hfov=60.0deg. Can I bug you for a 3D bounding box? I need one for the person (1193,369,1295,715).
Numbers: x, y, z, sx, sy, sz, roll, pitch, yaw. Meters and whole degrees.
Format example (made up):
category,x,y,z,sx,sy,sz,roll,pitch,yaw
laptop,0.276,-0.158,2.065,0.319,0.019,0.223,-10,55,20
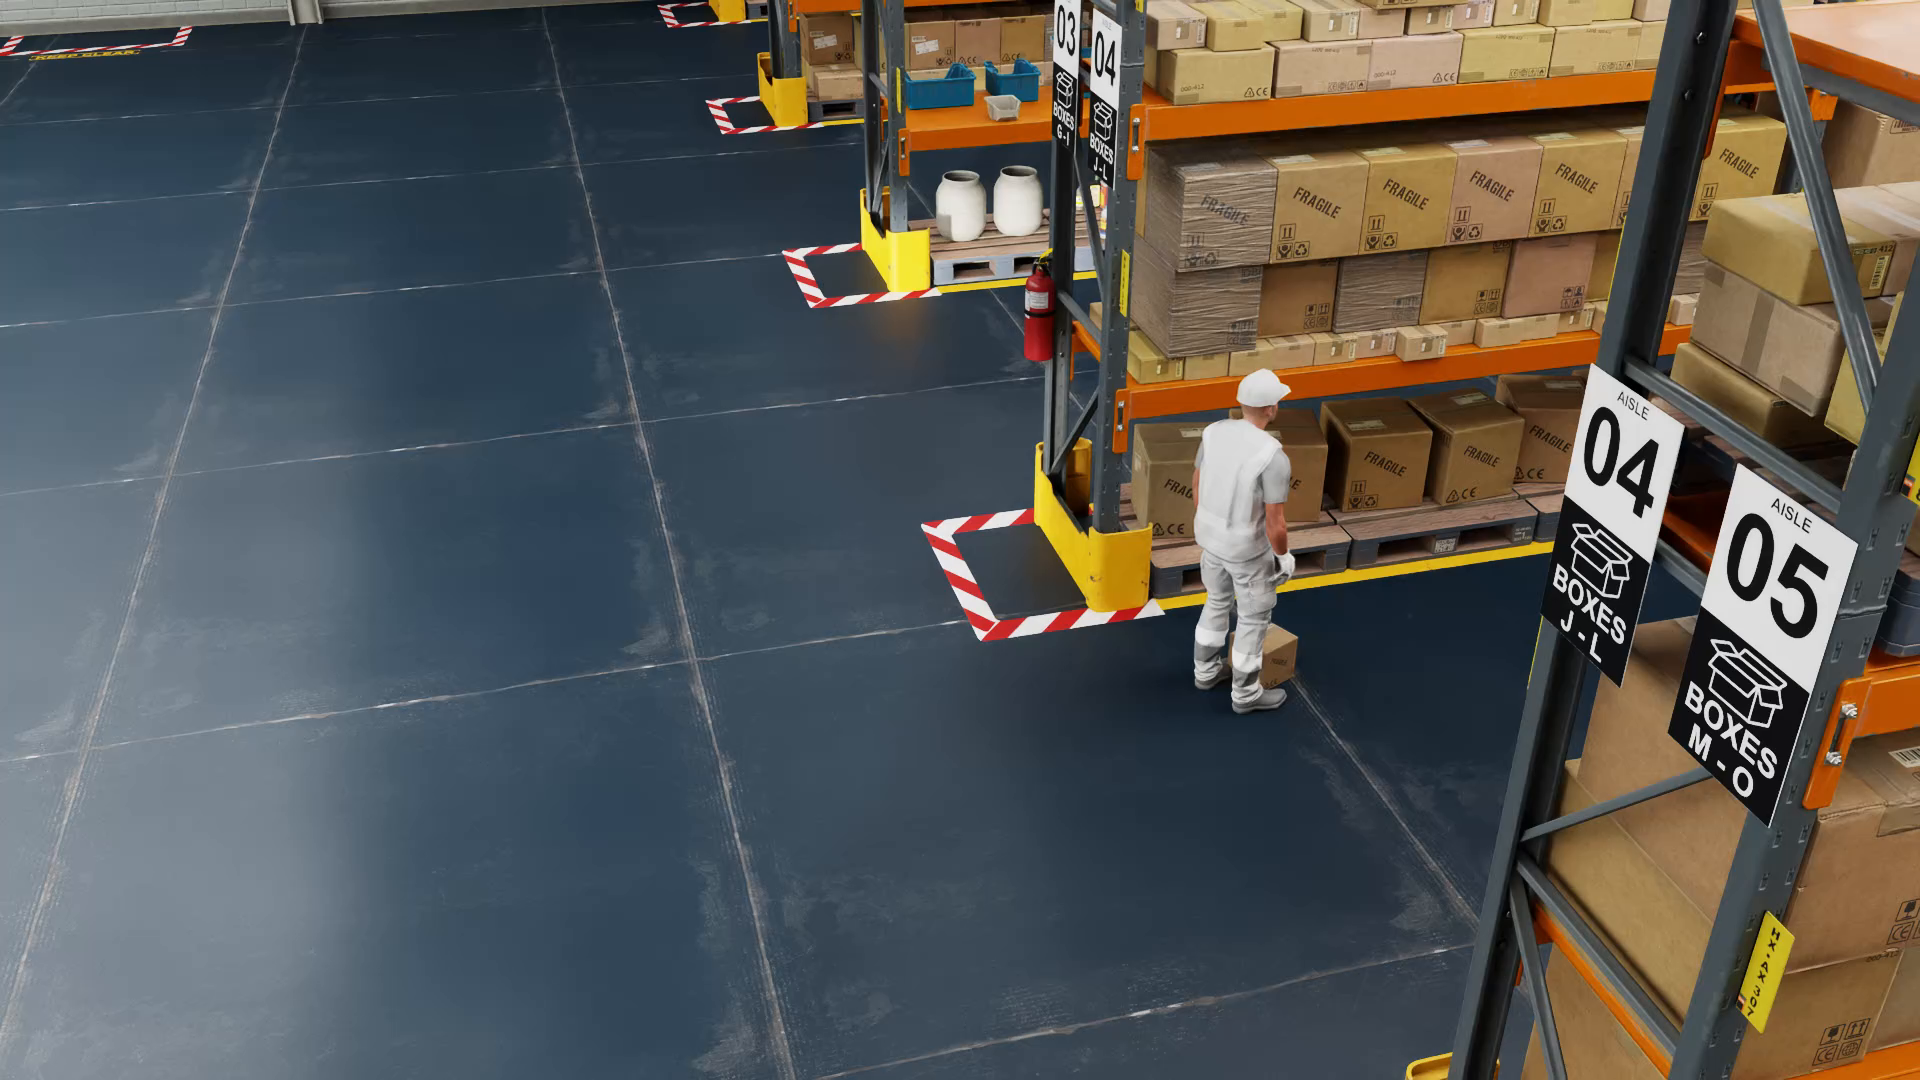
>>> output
category,x,y,z,sx,sy,sz,roll,pitch,yaw
person,1.391,0.003,8.221,0.446,1.781,0.623,-21,36,-31
